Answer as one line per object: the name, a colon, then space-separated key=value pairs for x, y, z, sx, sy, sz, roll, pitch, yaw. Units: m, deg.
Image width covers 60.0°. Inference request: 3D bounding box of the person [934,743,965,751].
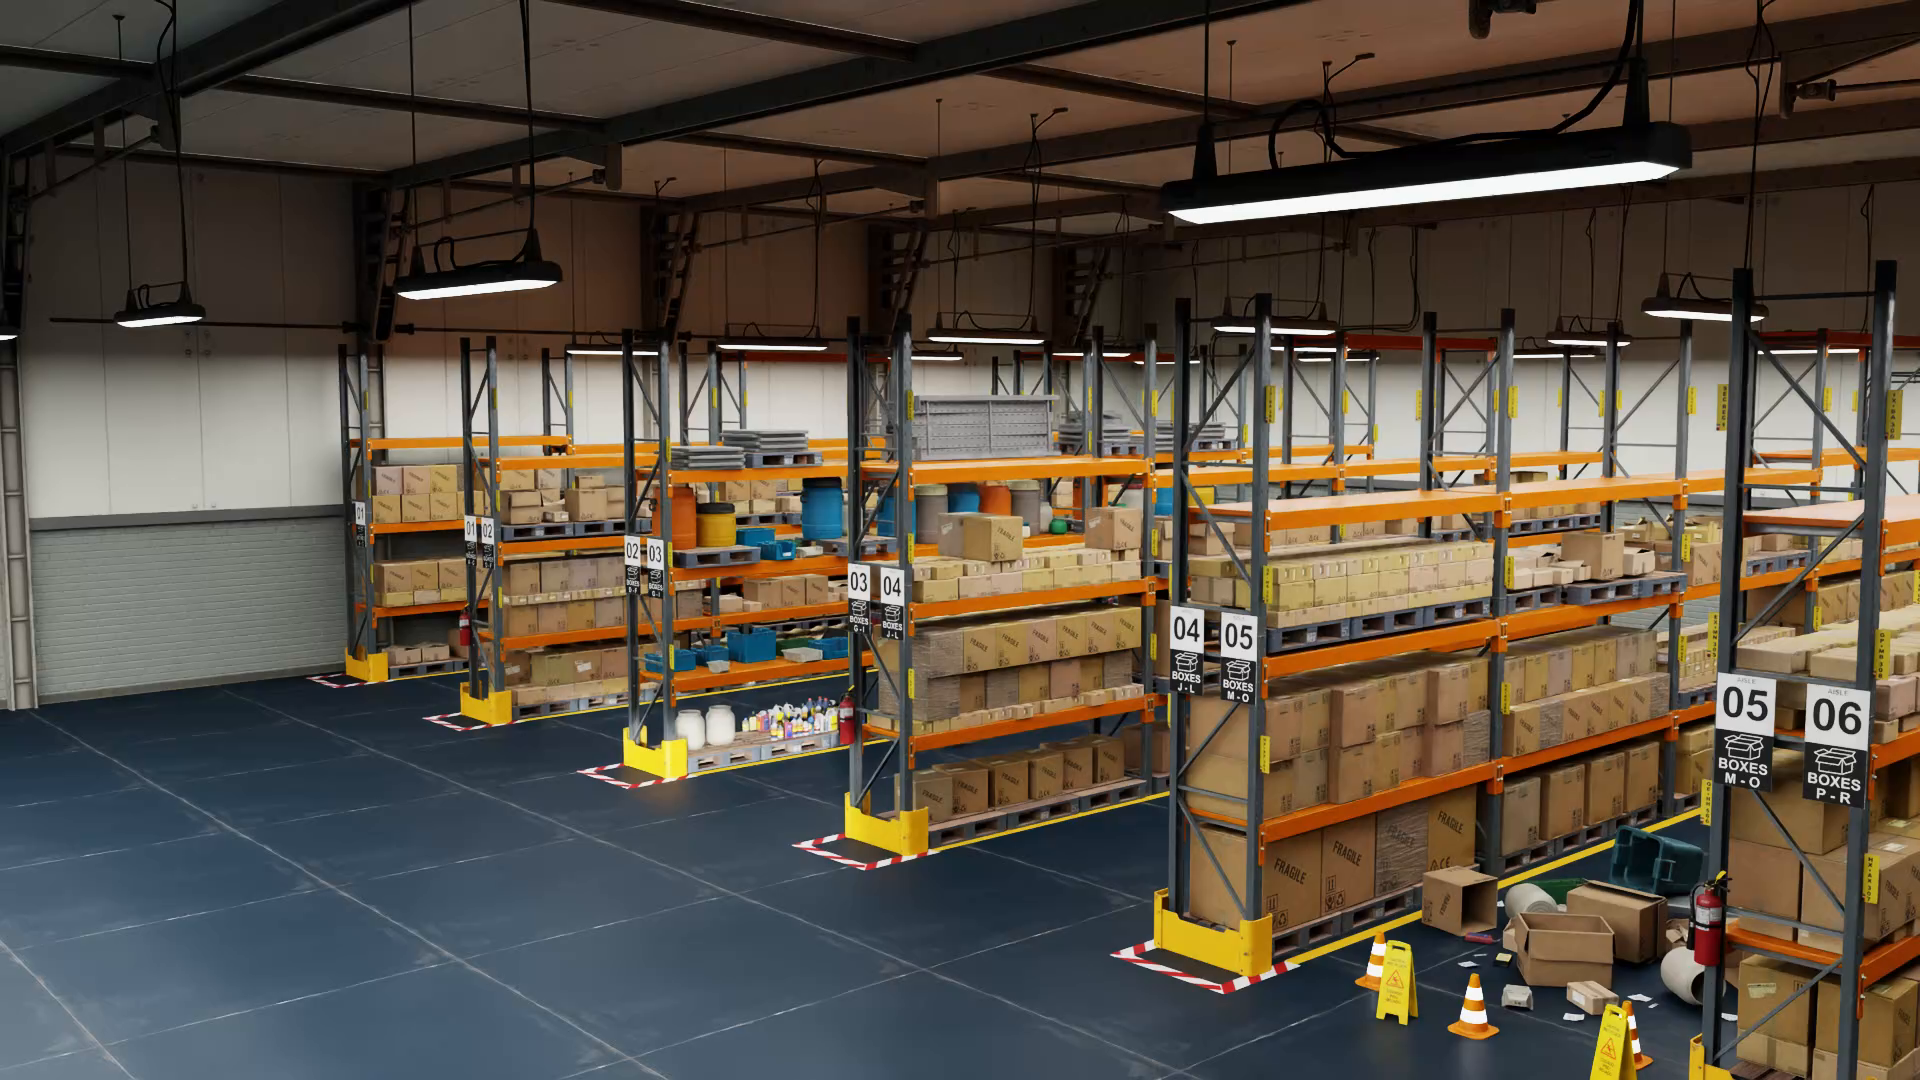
person: x=-0.152 y=2.220 z=24.113 sx=0.473 sy=1.733 sz=0.643 roll=4 pitch=6 yaw=36
